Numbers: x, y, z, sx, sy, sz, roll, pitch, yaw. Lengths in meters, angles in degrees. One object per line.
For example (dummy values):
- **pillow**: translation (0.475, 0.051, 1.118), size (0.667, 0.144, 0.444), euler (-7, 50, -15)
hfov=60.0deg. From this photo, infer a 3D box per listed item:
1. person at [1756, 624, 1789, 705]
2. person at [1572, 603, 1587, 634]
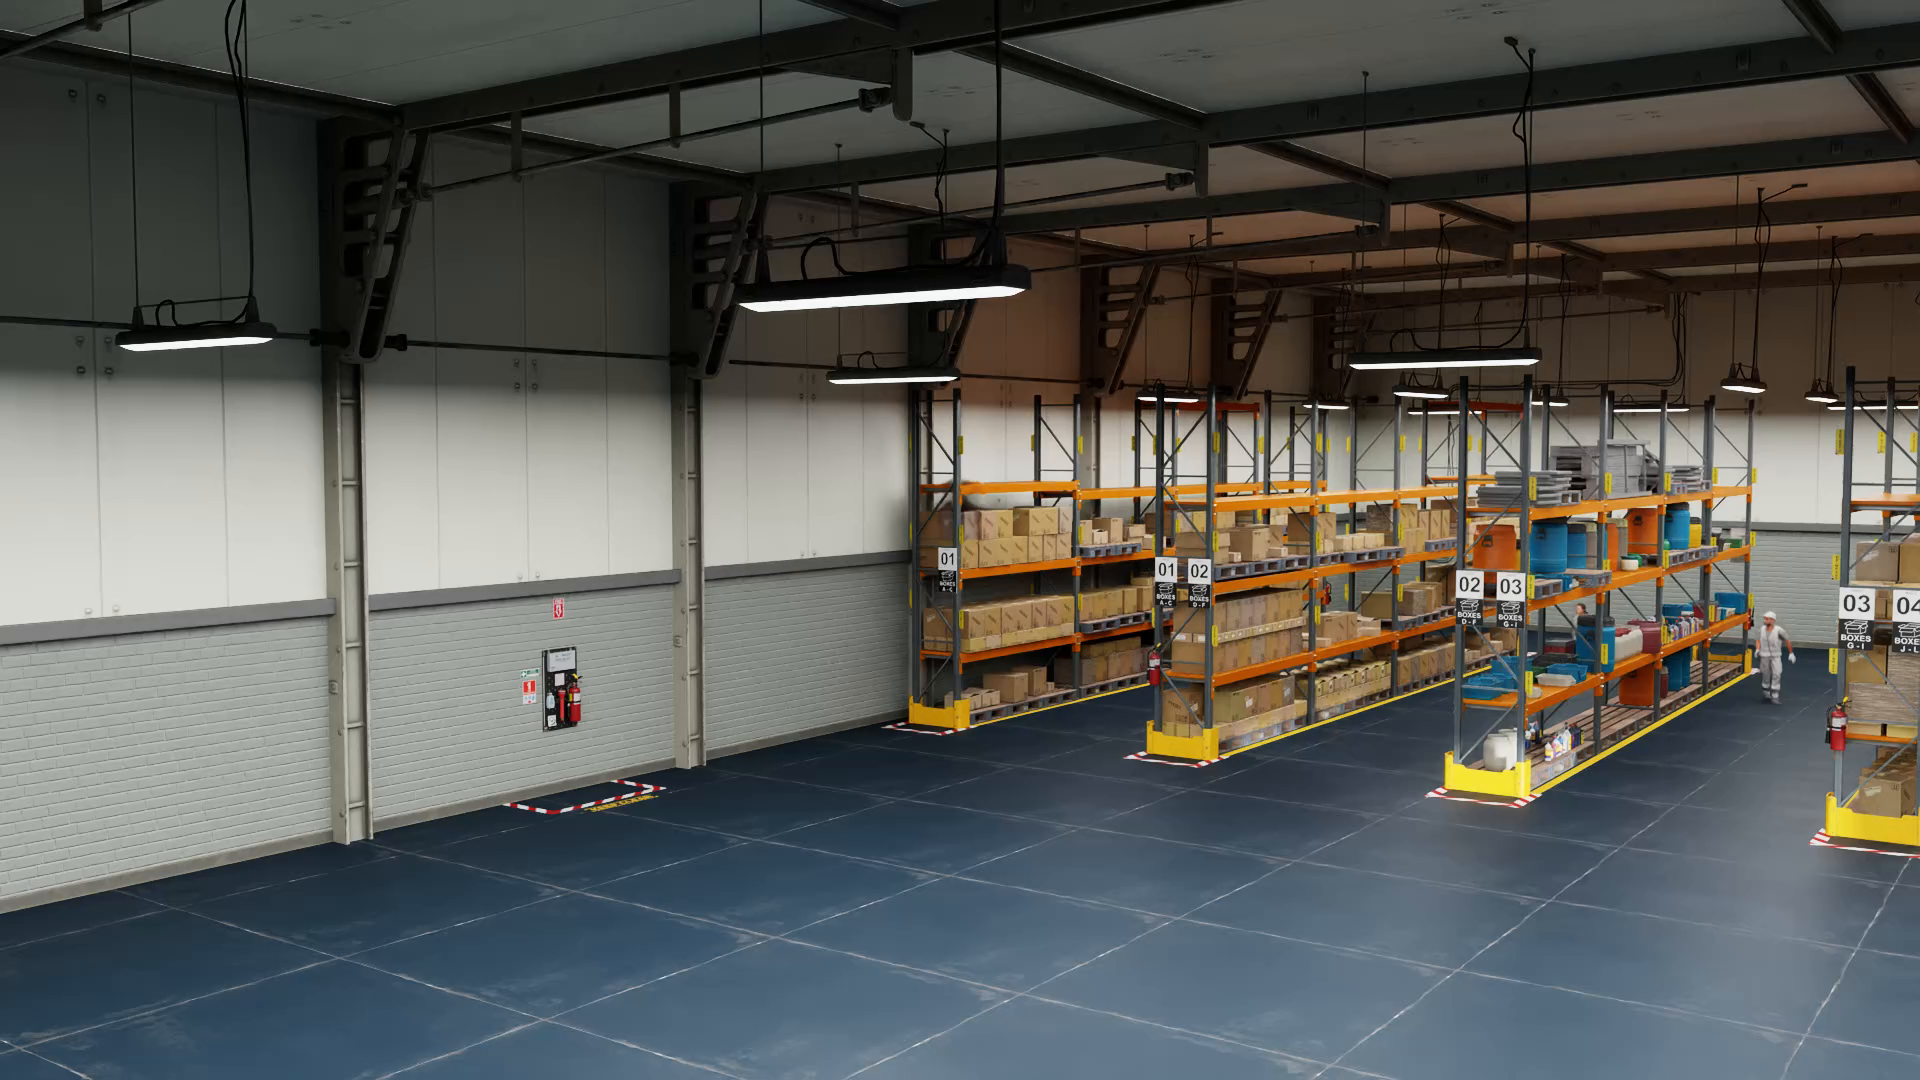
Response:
- **person**: translation (15.794, 2.397, 32.338), size (0.574, 1.523, 0.881), euler (1, 3, 18)
- **person**: translation (13.225, 2.158, 35.446), size (0.443, 1.613, 1.039), euler (2, 4, 33)
